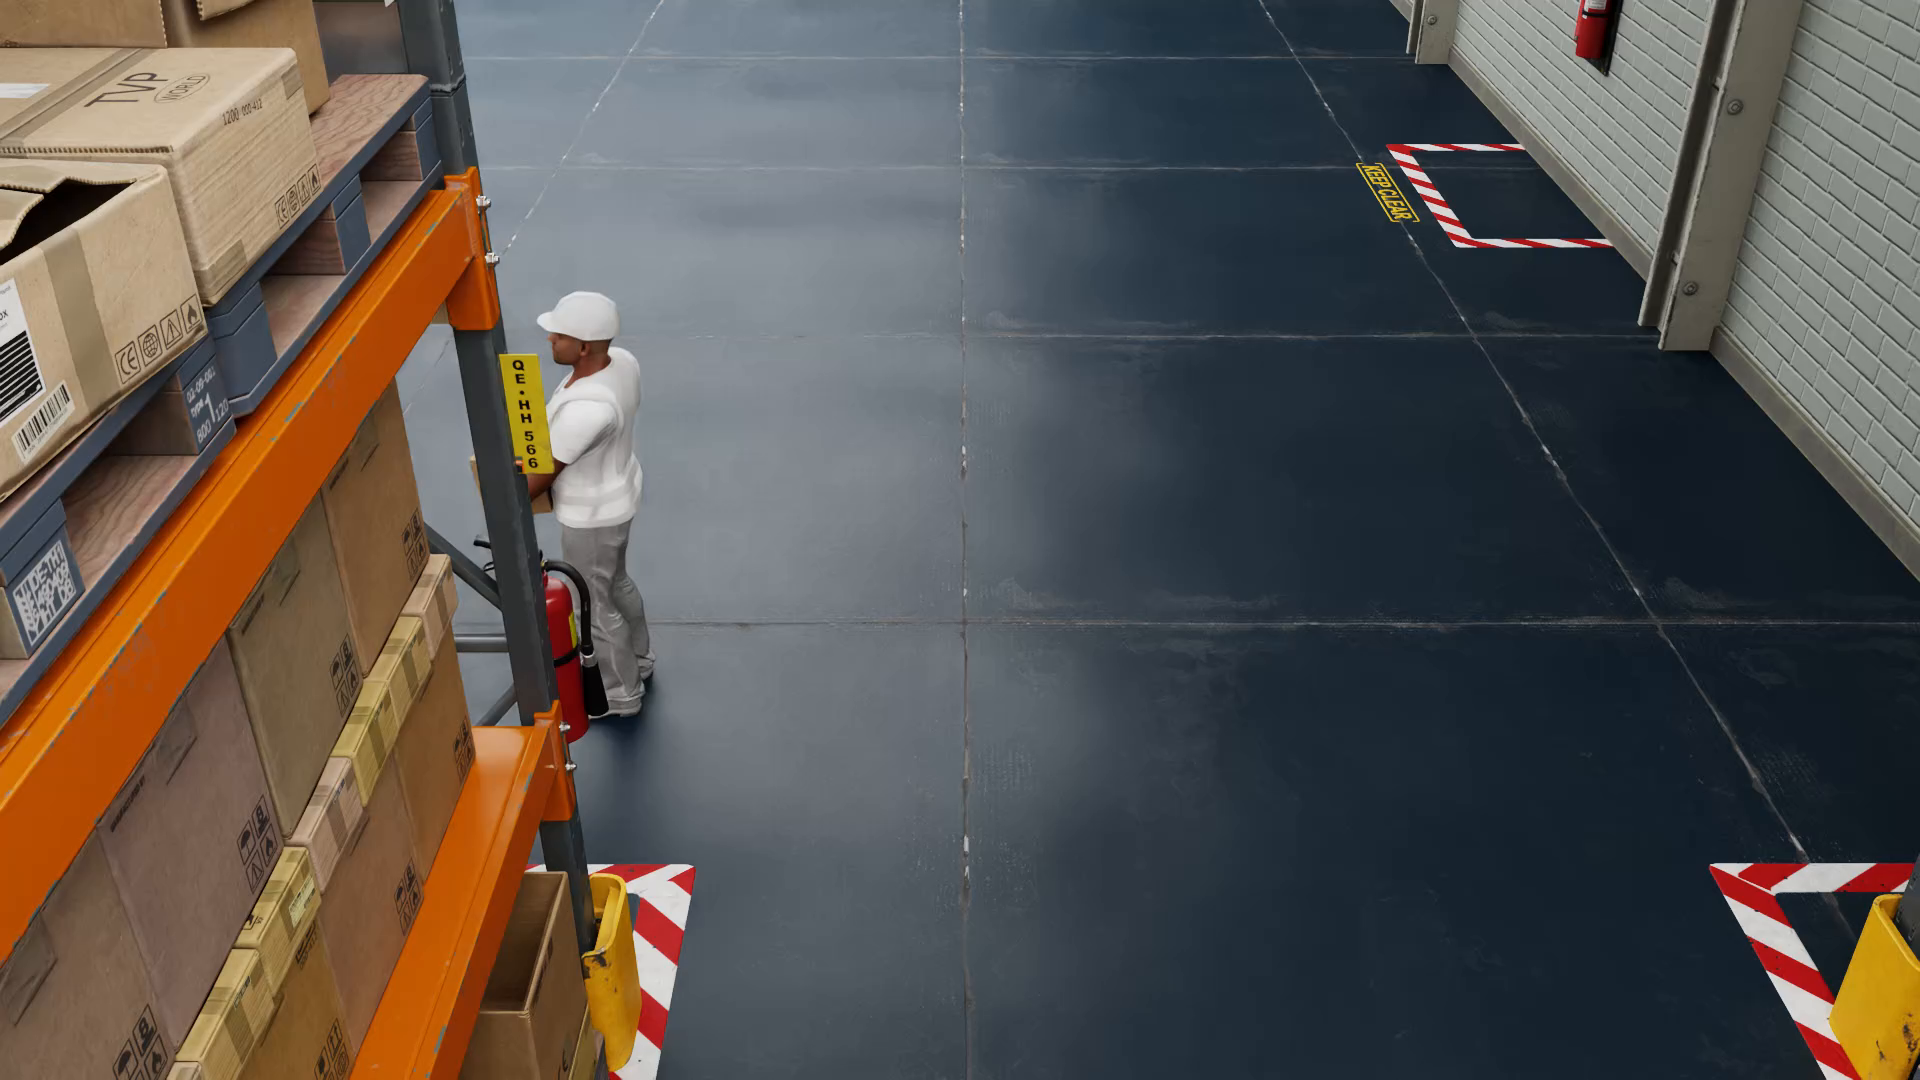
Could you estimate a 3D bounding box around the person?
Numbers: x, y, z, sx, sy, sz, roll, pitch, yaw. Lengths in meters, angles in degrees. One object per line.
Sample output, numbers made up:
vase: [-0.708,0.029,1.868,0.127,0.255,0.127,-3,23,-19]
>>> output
person: [-1.481,-0.124,6.320,0.583,1.760,0.504,0,31,1]
